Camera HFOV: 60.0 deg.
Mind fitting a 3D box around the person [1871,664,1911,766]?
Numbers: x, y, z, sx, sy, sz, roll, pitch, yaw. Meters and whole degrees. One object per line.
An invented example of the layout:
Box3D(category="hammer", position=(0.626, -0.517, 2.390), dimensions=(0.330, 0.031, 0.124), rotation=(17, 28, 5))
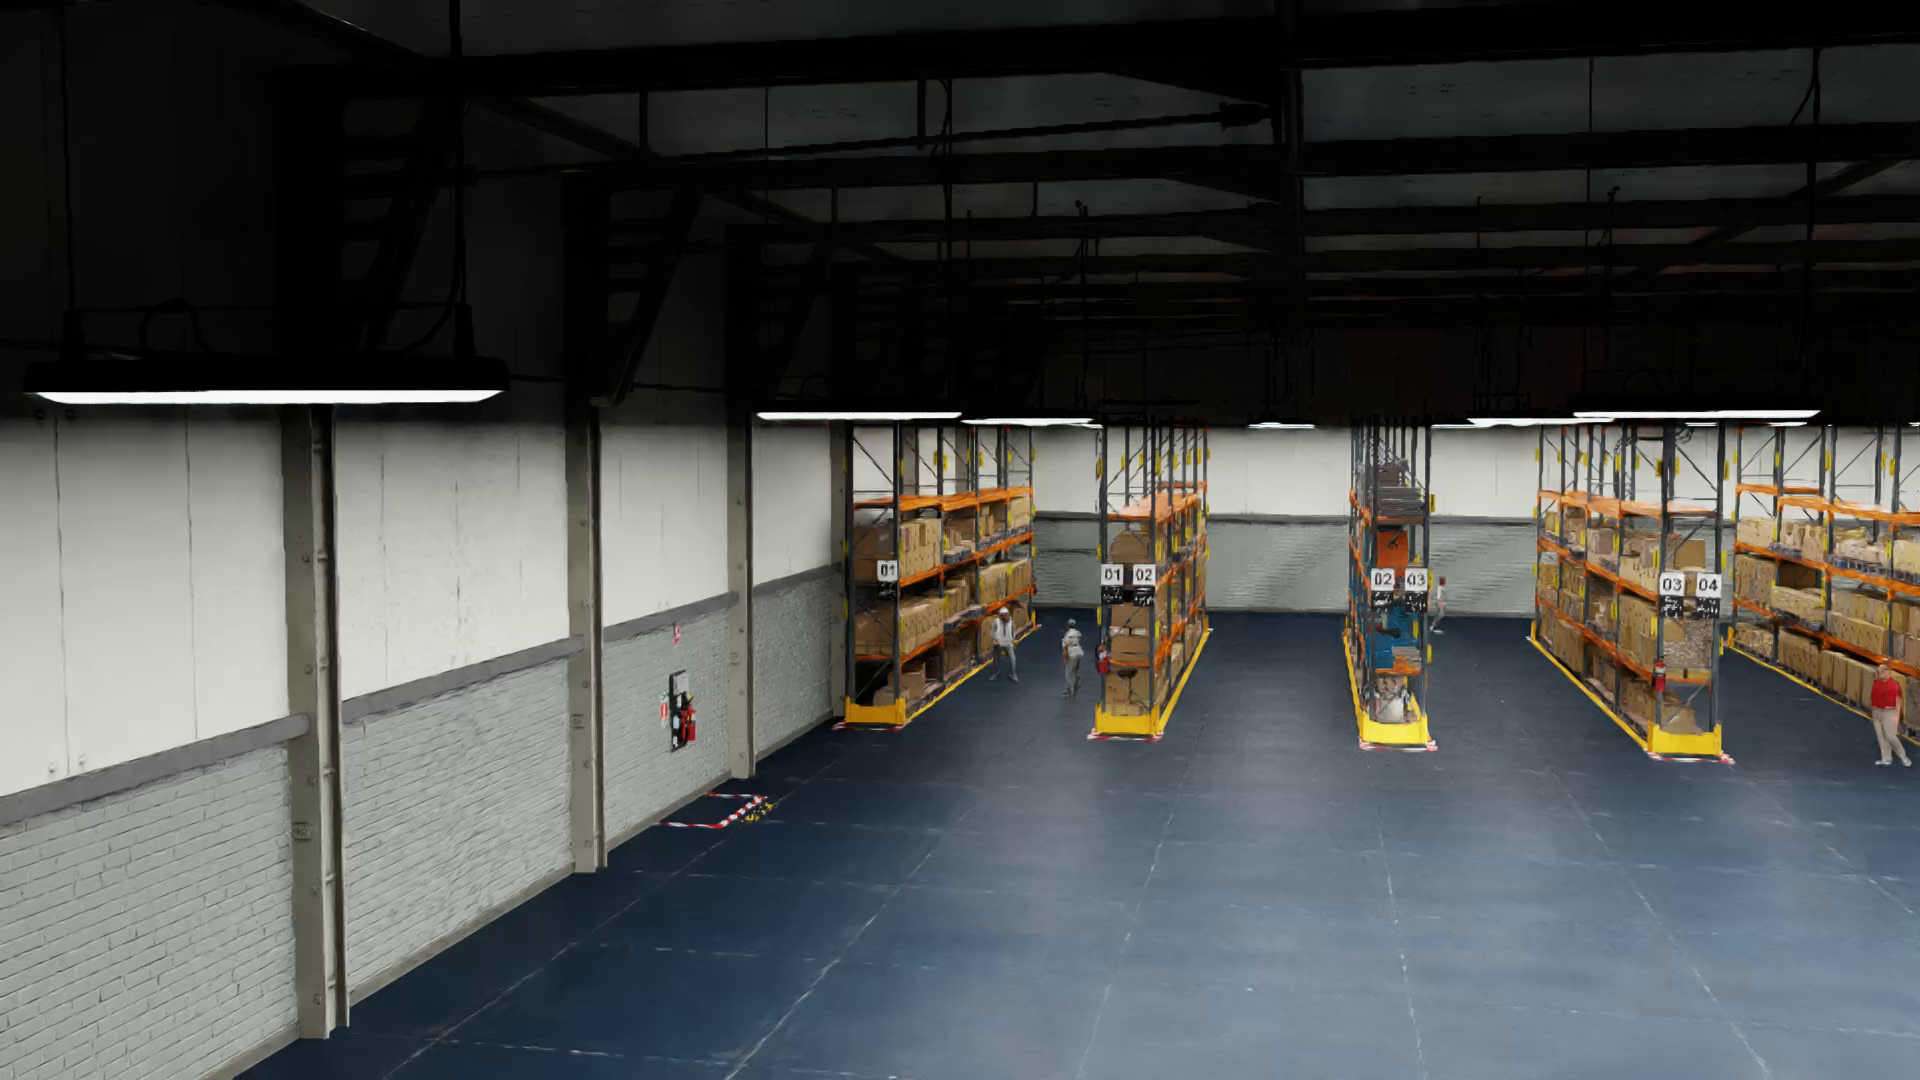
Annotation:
Box3D(category="person", position=(15.771, 2.974, 28.212), dimensions=(0.491, 1.718, 0.706), rotation=(-1, 4, -20))

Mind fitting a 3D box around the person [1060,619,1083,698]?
Box3D(category="person", position=(2.357, 2.517, 35.558), dimensions=(0.477, 1.667, 0.523), rotation=(3, 5, 42))

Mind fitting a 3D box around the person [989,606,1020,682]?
Box3D(category="person", position=(0.993, 2.345, 37.795), dimensions=(0.683, 1.714, 0.837), rotation=(0, 4, -5))

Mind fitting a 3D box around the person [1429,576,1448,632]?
Box3D(category="person", position=(13.453, 1.808, 46.745), dimensions=(0.428, 1.590, 0.574), rotation=(3, 5, 35))
